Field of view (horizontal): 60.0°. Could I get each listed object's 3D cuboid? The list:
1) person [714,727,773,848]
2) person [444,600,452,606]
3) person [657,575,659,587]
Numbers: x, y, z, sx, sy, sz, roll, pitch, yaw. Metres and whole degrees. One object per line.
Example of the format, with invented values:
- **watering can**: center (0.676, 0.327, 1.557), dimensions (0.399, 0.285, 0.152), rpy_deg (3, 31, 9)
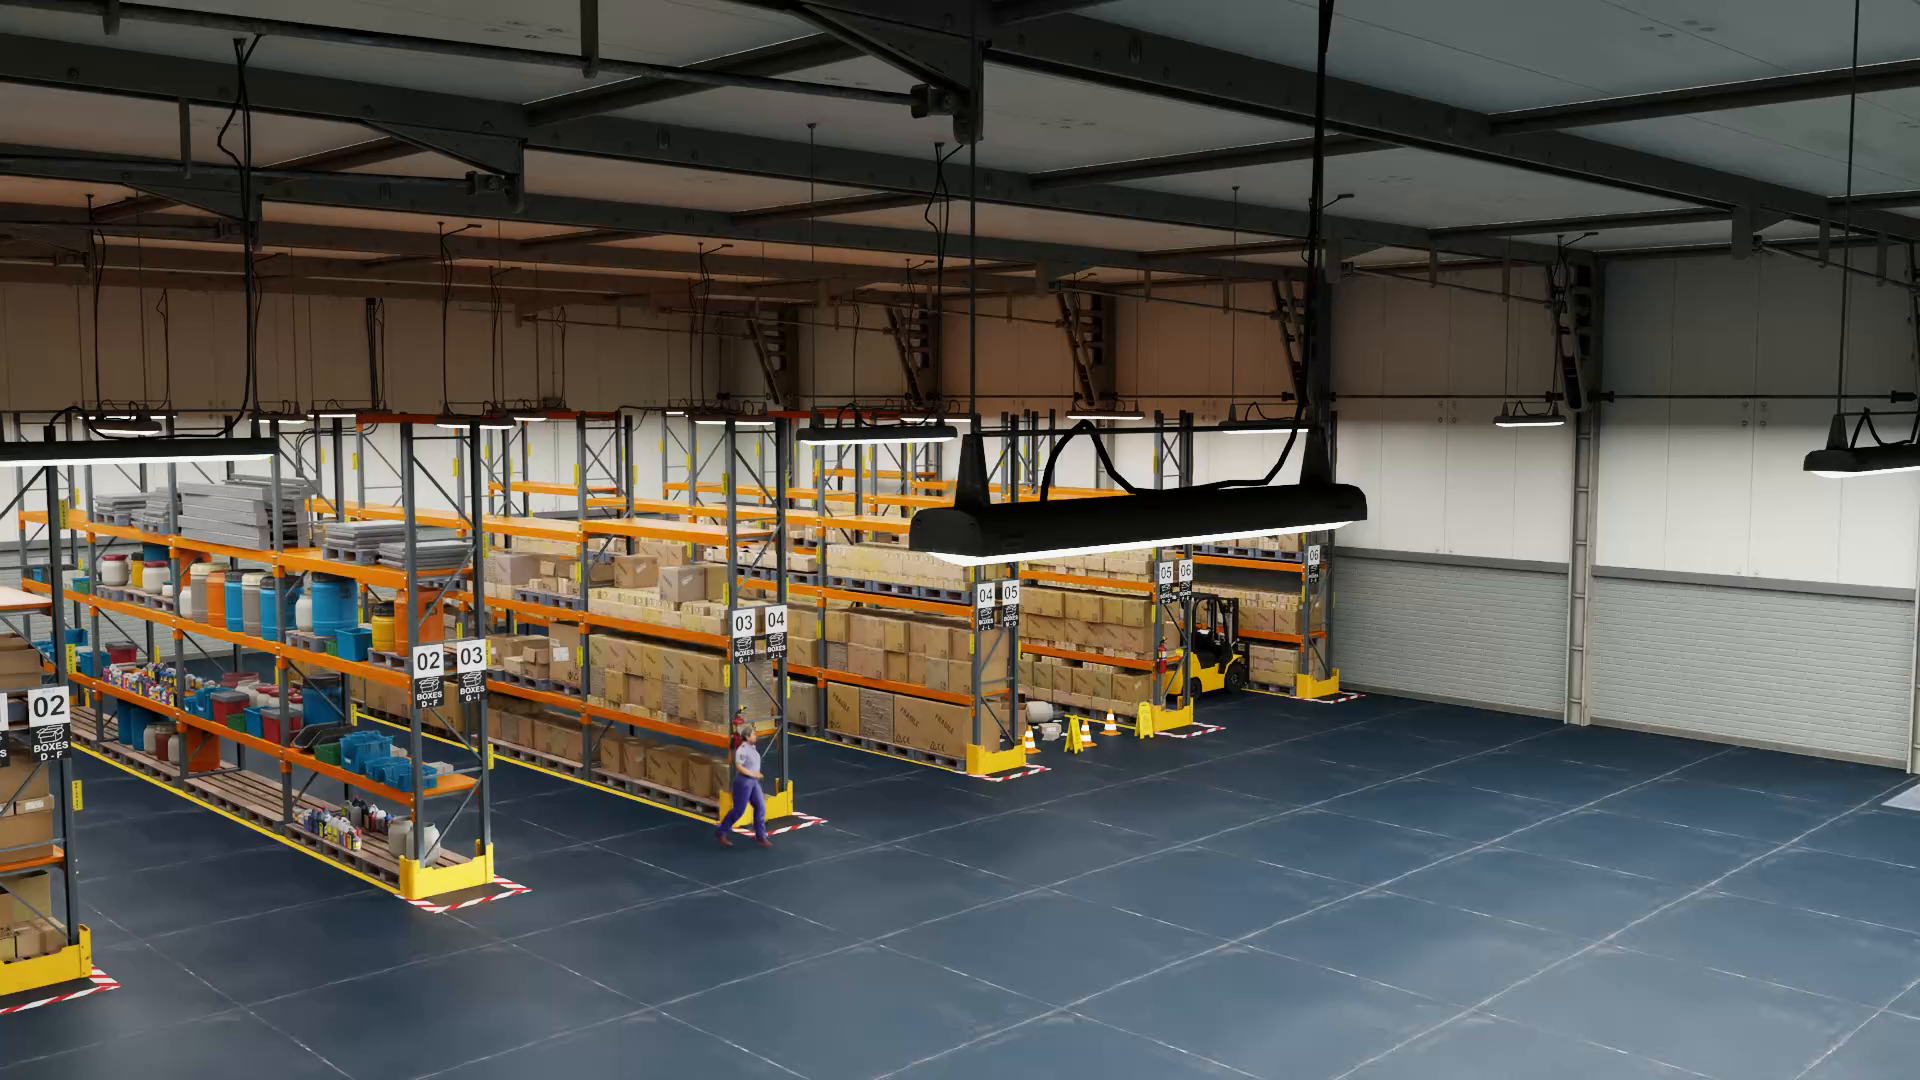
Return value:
- **person**: center (-2.997, 3.526, 23.459), dimensions (0.829, 1.563, 0.680), rpy_deg (1, 5, 13)
- **person**: center (-11.878, 2.201, 38.390), dimensions (0.652, 1.645, 0.714), rpy_deg (0, 5, 1)
- **person**: center (-8.071, 1.648, 44.057), dimensions (0.990, 1.610, 0.678), rpy_deg (-3, 6, -28)
